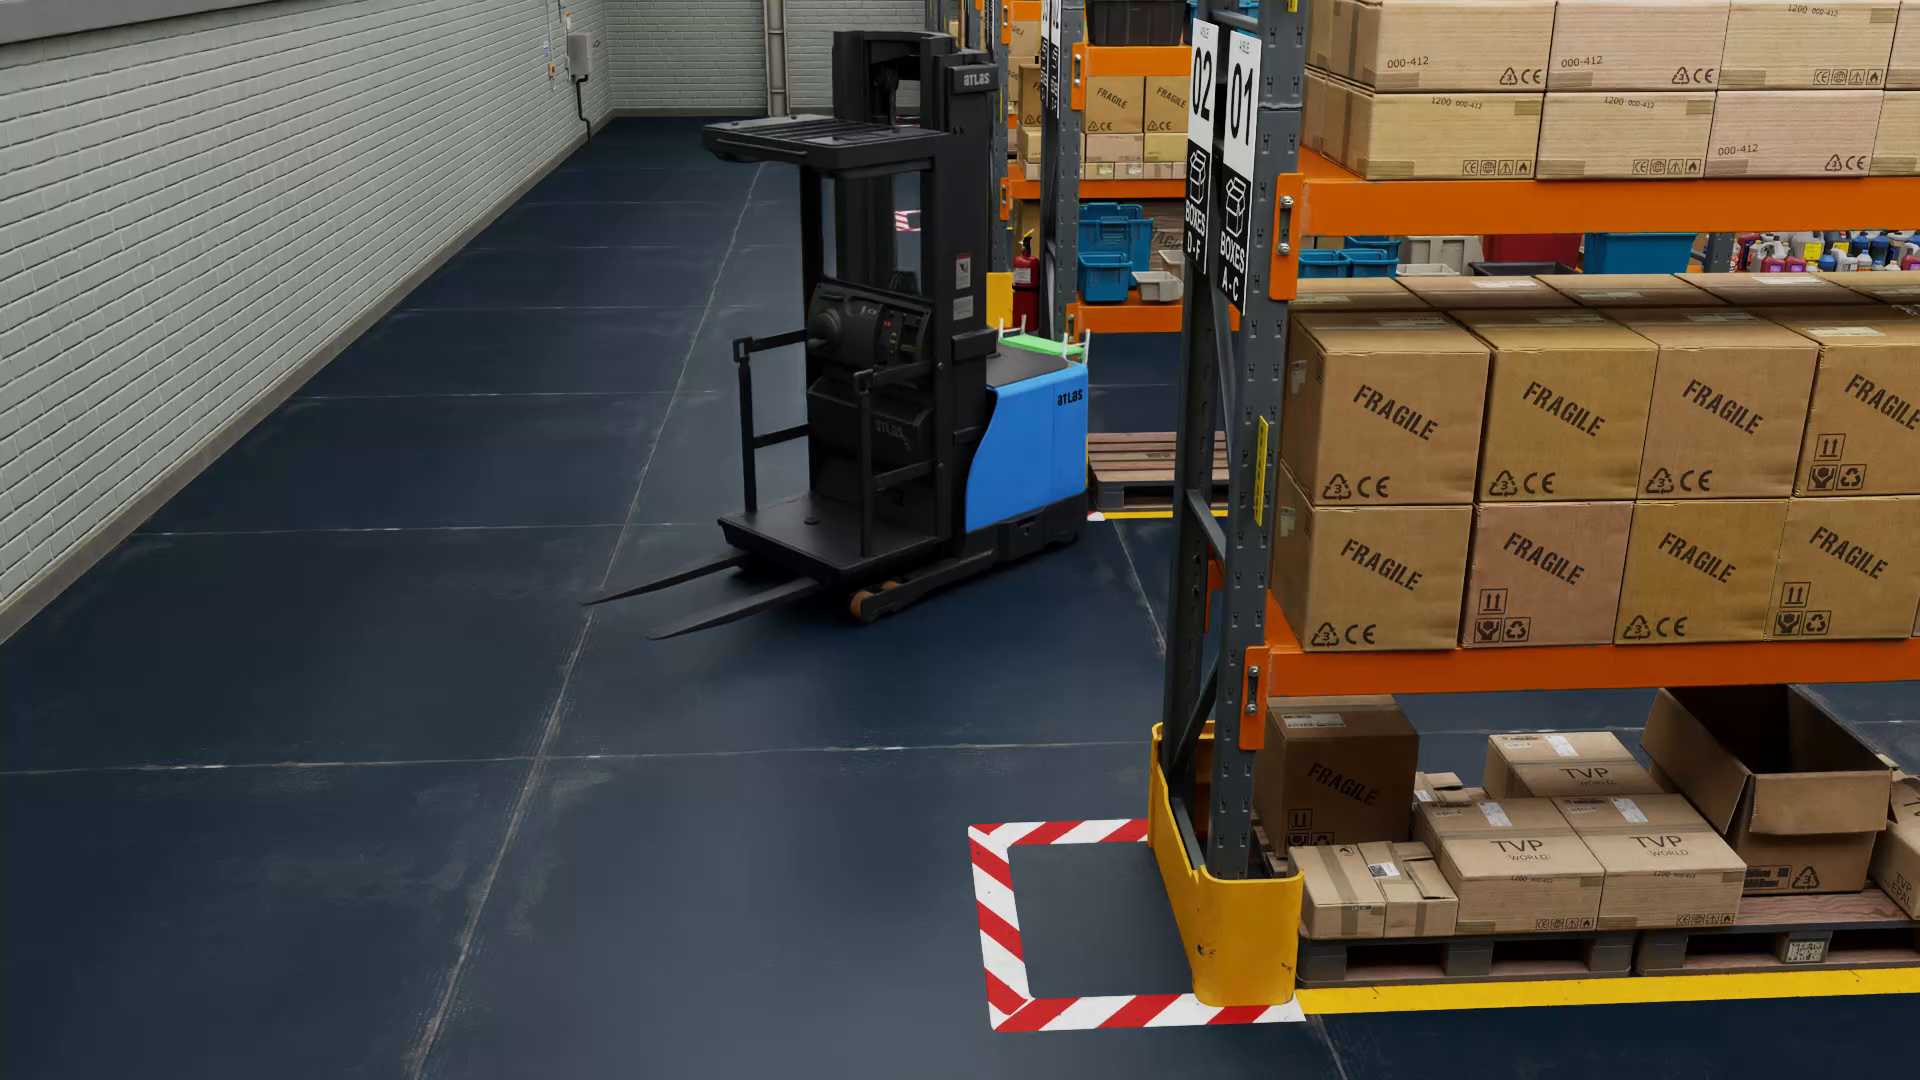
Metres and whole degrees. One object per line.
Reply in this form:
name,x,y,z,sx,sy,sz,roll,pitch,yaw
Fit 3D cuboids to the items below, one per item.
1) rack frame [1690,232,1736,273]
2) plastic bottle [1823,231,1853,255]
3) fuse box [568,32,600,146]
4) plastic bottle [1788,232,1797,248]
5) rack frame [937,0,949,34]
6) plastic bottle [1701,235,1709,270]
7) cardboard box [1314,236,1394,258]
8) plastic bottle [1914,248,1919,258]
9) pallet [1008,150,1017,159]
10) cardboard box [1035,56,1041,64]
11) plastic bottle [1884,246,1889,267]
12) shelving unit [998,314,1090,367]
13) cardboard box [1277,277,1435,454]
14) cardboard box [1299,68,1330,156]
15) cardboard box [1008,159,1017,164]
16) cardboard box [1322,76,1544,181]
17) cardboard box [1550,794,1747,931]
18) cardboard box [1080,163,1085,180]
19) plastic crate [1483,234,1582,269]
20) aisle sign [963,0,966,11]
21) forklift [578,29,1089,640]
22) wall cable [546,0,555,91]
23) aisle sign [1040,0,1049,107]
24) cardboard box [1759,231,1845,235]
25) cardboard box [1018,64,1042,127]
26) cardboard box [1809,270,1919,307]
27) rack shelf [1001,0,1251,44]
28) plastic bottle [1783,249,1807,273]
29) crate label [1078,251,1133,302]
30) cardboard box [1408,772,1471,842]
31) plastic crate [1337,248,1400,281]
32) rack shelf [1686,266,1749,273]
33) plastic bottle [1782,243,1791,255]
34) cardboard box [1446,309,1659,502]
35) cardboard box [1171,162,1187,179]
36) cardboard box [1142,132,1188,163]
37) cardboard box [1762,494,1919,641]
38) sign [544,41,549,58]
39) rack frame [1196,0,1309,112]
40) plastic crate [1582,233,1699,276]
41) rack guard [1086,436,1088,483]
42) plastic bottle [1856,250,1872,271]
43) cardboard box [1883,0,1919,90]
rack frame,4.601,-1.840,10.582,0.127,3.000,1.000,-1,21,-3
plastic bottle,5.693,-1.904,10.820,0.185,0.351,0.144,-1,21,-3
fuse box,-5.843,-7.063,26.110,0.414,1.711,0.539,-1,21,-3
plastic bottle,5.500,-1.952,10.945,0.185,0.351,0.144,-1,21,-3
rack frame,-0.241,-7.039,24.236,0.127,3.000,1.000,-1,21,-3
plastic bottle,4.976,-1.905,10.926,0.135,0.276,0.152,-1,21,-3
cardboard box,3.655,-2.818,15.546,0.875,0.875,0.875,-1,21,-3
plastic bottle,6.010,-1.675,10.322,0.135,0.276,0.152,-1,21,-3
pallet,0.553,-5.779,24.848,1.213,0.211,1.003,-1,21,-3
cardboard box,1.140,-5.399,19.370,0.500,0.500,0.500,-1,21,-3
plastic bottle,6.093,-1.903,11.025,0.097,0.201,0.097,0,21,0
shelving unit,0.466,-0.727,10.145,0.503,1.200,0.258,19,24,37
cardboard box,1.316,-0.620,5.831,0.500,0.500,0.500,-1,21,-4
cardboard box,1.385,-1.435,5.513,0.500,0.250,0.500,-1,21,-3
cardboard box,0.657,-4.525,20.214,0.250,0.149,0.380,-1,21,-2
cardboard box,1.414,-1.251,5.029,0.500,0.250,0.500,-1,21,-3
cardboard box,2.444,1.150,5.975,0.500,0.250,0.500,-1,21,-3
cardboard box,0.954,-3.297,14.760,0.250,0.149,0.380,-1,21,-4
plastic crate,3.696,-1.969,10.746,0.583,0.464,0.402,-1,21,-3
aisle sign,0.053,-6.602,19.436,0.004,0.787,0.394,-1,21,-3
forklift,-0.645,-1.139,8.837,3.031,2.935,1.130,-19,28,-41
wall cable,-5.869,-7.405,23.727,0.123,1.953,0.585,-1,21,-3
aisle sign,0.519,-3.076,10.175,0.004,0.787,0.394,-1,21,-3
cardboard box,7.622,-2.877,15.702,0.875,0.875,1.225,-2,21,-6
cardboard box,0.797,-4.041,15.101,0.500,0.500,0.500,-1,21,-2
cardboard box,3.366,-0.664,5.946,0.500,0.500,0.500,-2,21,-5
rack shelf,2.322,-4.624,14.690,4.000,0.370,1.077,-1,21,-3
plastic bottle,5.125,-1.644,10.231,0.133,0.283,0.061,-1,21,-3
crate label,0.873,-1.597,10.093,0.303,0.233,0.416,-1,21,-3
cardboard box,1.825,1.045,6.369,0.250,0.166,0.380,-1,21,-3
plastic crate,2.487,-1.629,10.180,0.300,0.233,0.416,-1,21,-3
rack shelf,6.598,-1.544,10.816,4.000,0.370,1.077,-1,21,-3
plastic bottle,5.367,-1.834,10.844,0.097,0.201,0.097,0,21,0
cardboard box,1.866,-0.442,5.363,0.500,0.500,0.500,-1,21,-2
cardboard box,1.982,-3.318,14.816,0.250,0.149,0.380,-1,21,-4
cardboard box,1.840,-3.523,14.794,0.500,0.250,0.500,-2,21,-5
cardboard box,2.860,0.008,5.588,0.500,0.500,0.500,-1,21,-2
sign,-5.927,-7.024,23.817,0.001,0.218,0.327,-1,21,-3
rack frame,0.887,-2.803,4.679,0.127,3.000,1.000,-1,21,-3
plastic crate,4.155,-1.730,10.231,0.575,0.384,0.392,-1,21,-3
rack guard,0.585,-0.585,10.800,0.348,0.500,1.175,-1,21,-3
plastic bottle,5.568,-1.654,10.274,0.097,0.271,0.097,0,21,0
cardboard box,2.912,-1.511,5.010,0.500,0.250,0.500,-1,21,-3
